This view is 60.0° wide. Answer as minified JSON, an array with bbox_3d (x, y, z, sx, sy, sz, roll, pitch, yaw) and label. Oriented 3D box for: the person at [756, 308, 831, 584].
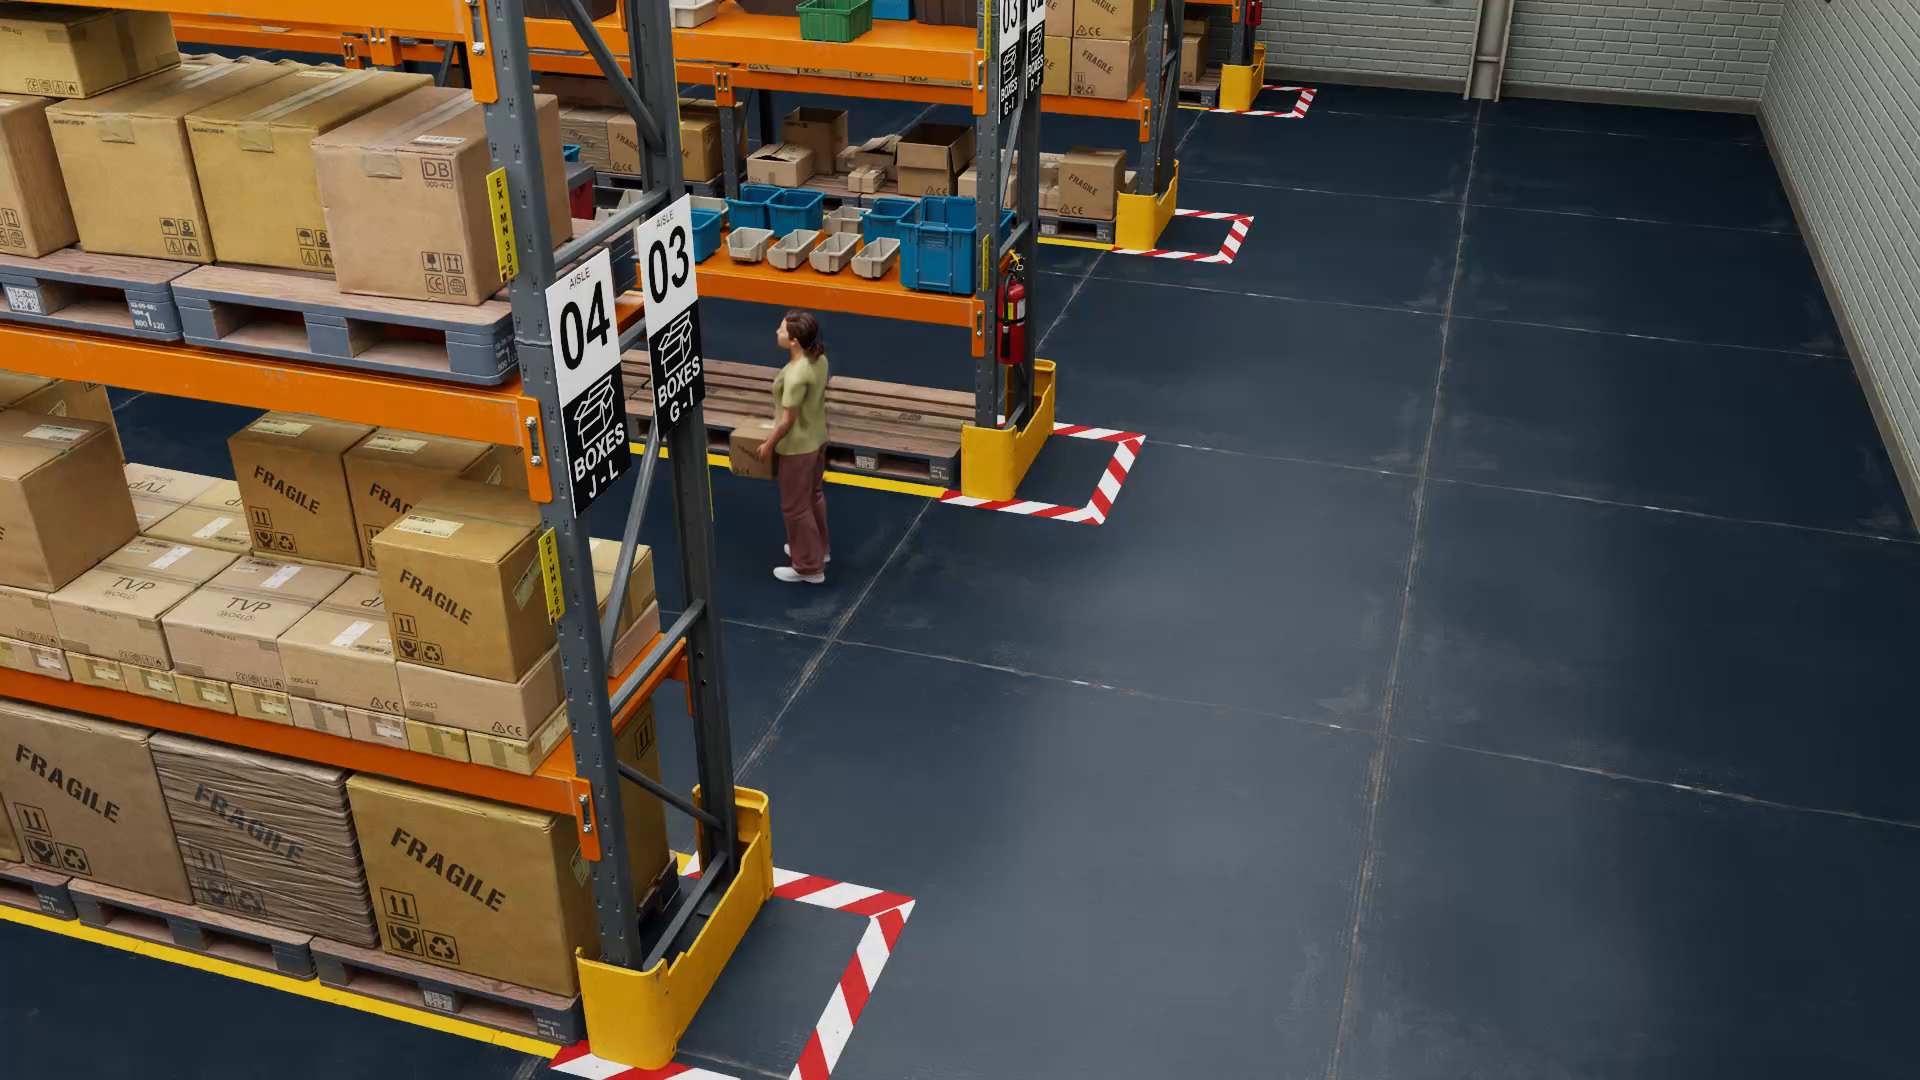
[{"bbox_3d":[-0.925,-0.530,9.442,0.416,1.676,0.509,9,30,15],"label":"person"}]
